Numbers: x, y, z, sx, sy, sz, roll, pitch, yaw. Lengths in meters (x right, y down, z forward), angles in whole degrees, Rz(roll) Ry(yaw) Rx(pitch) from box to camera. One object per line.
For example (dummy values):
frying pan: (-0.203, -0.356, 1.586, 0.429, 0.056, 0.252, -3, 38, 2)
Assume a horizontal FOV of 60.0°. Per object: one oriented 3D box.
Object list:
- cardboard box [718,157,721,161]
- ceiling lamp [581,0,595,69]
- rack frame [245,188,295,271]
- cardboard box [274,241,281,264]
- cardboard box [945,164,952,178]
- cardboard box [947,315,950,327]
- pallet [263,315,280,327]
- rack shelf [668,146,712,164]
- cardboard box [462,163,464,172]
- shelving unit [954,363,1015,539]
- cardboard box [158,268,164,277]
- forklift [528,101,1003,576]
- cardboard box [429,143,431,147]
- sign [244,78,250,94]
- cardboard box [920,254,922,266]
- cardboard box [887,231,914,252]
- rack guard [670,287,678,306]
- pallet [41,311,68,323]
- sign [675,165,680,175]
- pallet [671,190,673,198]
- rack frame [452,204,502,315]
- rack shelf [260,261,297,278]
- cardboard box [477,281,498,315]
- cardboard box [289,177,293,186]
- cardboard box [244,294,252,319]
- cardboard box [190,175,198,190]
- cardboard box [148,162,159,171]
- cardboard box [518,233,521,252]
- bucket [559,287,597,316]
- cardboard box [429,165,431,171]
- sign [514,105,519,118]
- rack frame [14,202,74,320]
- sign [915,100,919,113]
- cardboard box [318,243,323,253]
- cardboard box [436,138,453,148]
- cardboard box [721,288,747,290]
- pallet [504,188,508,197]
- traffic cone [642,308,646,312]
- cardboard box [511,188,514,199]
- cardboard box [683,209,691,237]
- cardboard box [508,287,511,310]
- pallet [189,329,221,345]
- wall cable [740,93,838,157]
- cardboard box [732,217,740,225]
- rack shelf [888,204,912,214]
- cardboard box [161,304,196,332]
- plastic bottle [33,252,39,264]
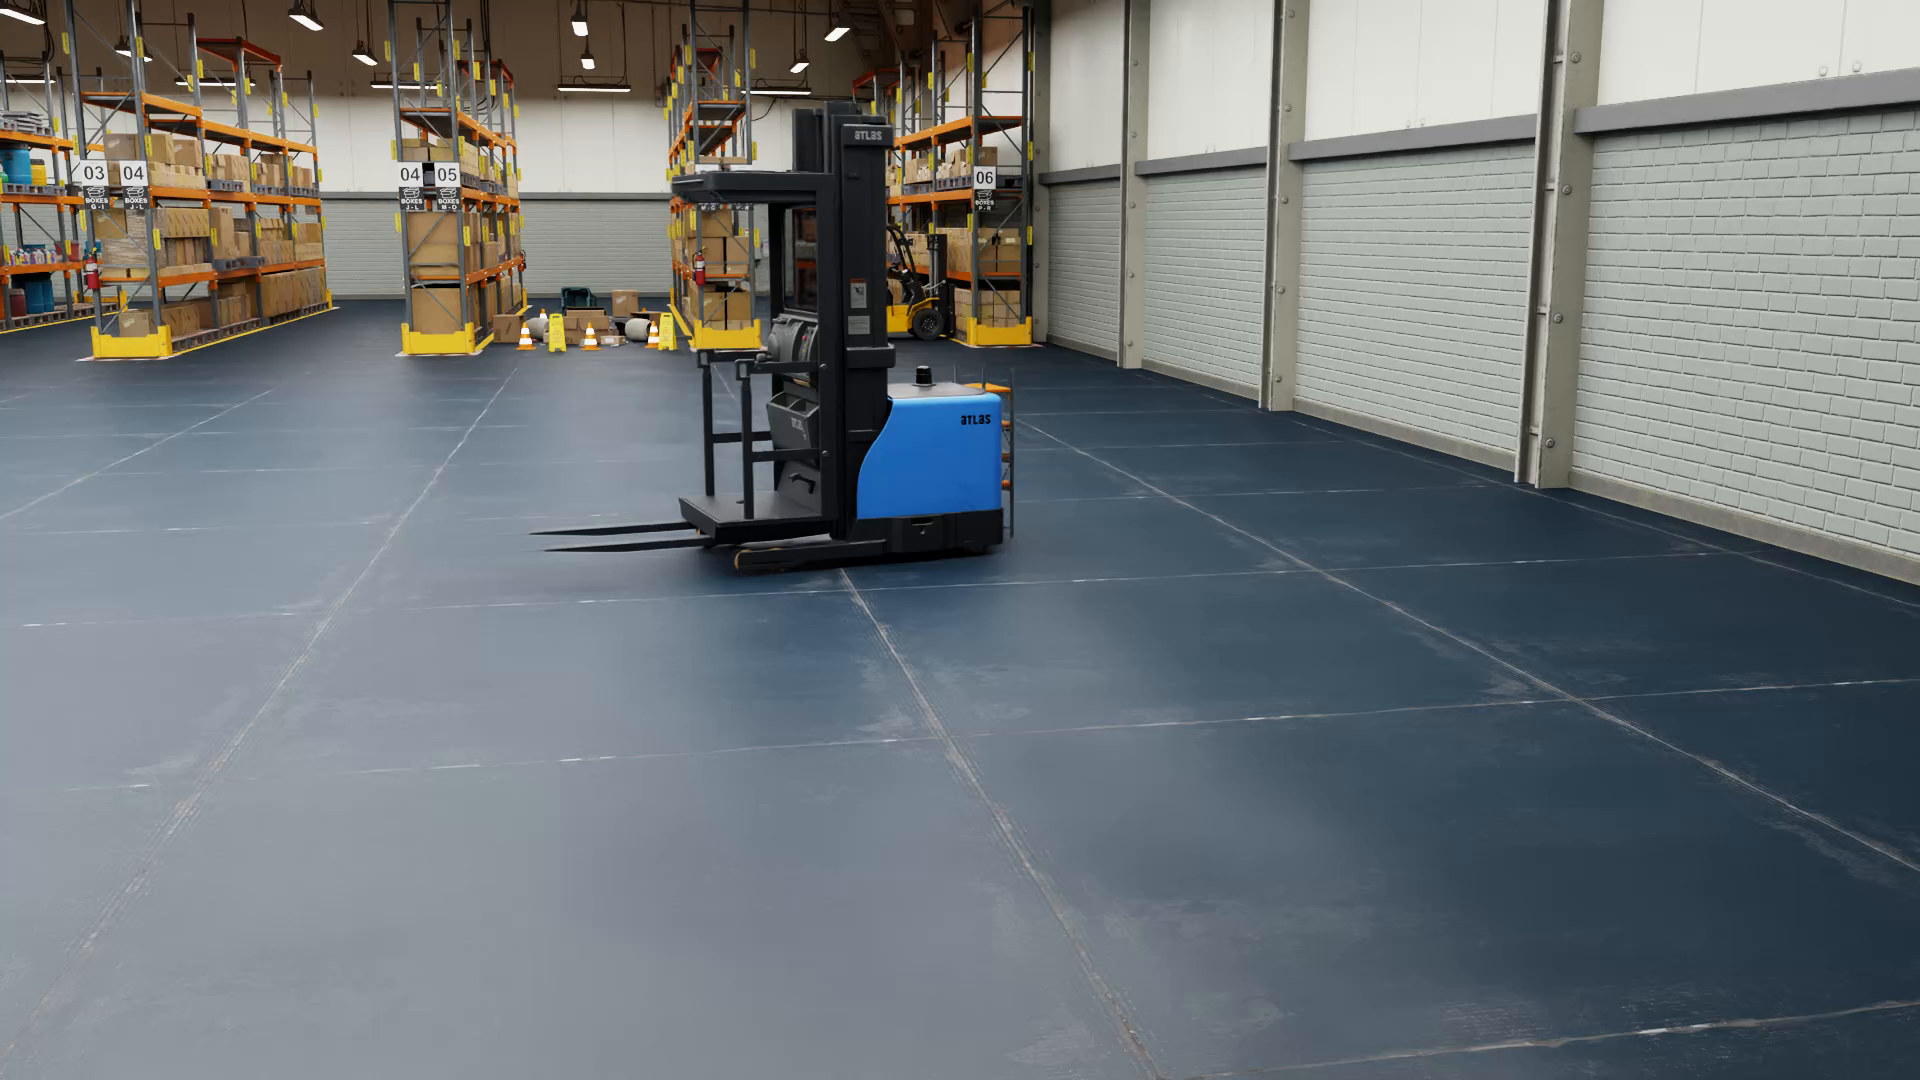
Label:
cardboard box: (-4.752, -7.707, 34.086, 0.500, 0.250, 0.500, -2, 11, -12)
ceiling lamp: (-8.460, -12.692, 38.701, 0.800, 3.185, 2.000, -2, 11, -11)
rack frame: (-16.201, -6.750, 39.136, 1.000, 3.000, 0.127, -2, 11, -11)
cardboard box: (-15.552, -6.444, 37.264, 0.500, 0.500, 0.500, -2, 11, -11)
cardboard box: (-0.065, -7.204, 32.467, 0.396, 0.266, 0.258, -2, 11, -12)
cardboard box: (0.022, -4.299, 32.489, 0.500, 0.250, 0.500, -2, 11, -9)
pallet: (-15.502, -4.793, 36.316, 1.003, 0.211, 1.213, -2, 11, -11)
rack shelf: (-6.869, -9.874, 42.500, 1.077, 0.370, 4.000, -2, 11, -11)
cardboard box: (-8.785, -6.437, 28.754, 0.380, 0.149, 0.250, -2, 11, -10)
shelving unit: (0.169, -0.633, 11.815, 0.258, 1.200, 0.503, -5, 12, -23)
cardboard box: (-13.718, -4.533, 28.161, 0.380, 0.149, 0.250, -2, 11, -11)
forklift: (-1.276, -1.325, 10.821, 3.031, 2.935, 1.130, -4, 12, -22)
cardboard box: (-9.677, -7.037, 29.772, 0.380, 0.149, 0.250, -2, 11, -11)
sign: (-14.893, -9.482, 34.739, 0.100, 0.325, 0.005, -2, 11, -11)
cardboard box: (-0.580, -6.017, 35.690, 0.500, 0.250, 0.500, -2, 11, -11)
cardboard box: (-1.333, -7.107, 39.615, 0.797, 0.503, 0.637, -2, 11, -12)
rack guard: (-7.263, -6.620, 45.140, 1.175, 0.500, 0.348, -2, 11, -11)
pallet: (-20.950, -5.057, 37.699, 1.003, 0.211, 1.213, -2, 11, -11)
sign: (-6.248, -8.124, 36.740, 0.100, 0.325, 0.005, -2, 11, -11)
pallet: (-7.104, -9.138, 43.898, 1.003, 0.211, 1.213, -2, 11, -11)
rack frame: (-10.538, -6.178, 36.132, 1.000, 3.000, 0.127, -2, 11, -11)
rack shelf: (-15.812, -6.029, 37.276, 1.077, 0.370, 4.000, -2, 11, -11)
cardboard box: (-10.508, -5.164, 35.699, 1.050, 0.750, 0.750, -2, 11, -12)
cardboard box: (-16.512, -8.768, 40.059, 0.700, 0.500, 0.500, -2, 11, -8)
cardboard box: (-15.273, -4.882, 34.832, 0.700, 0.500, 0.500, -3, 11, -14)
cardboard box: (-14.209, -6.512, 30.266, 0.500, 0.250, 0.500, -2, 11, -10)
cardboard box: (-13.649, -6.254, 27.847, 0.380, 0.149, 0.250, -2, 11, -10)
cardboard box: (-11.754, -7.767, 43.419, 0.500, 0.500, 0.500, -2, 11, -10)
bucket: (-7.472, -4.642, 32.750, 0.726, 0.611, 0.620, 2, 1, 9)
cardboard box: (-9.626, -6.598, 29.597, 0.380, 0.149, 0.250, -2, 11, -11)
sign: (-11.546, -11.145, 43.264, 0.100, 0.325, 0.005, -2, 11, -11)
rack frame: (-21.059, -6.569, 38.189, 1.000, 3.000, 0.127, -2, 11, -11)
sign: (-1.069, -10.796, 41.430, 0.100, 0.325, 0.005, -2, 11, -11)
cardboard box: (-16.624, -7.476, 42.560, 0.500, 0.250, 0.500, -2, 11, -12)
cardboard box: (-8.735, -6.781, 28.425, 0.380, 0.149, 0.250, -2, 11, -10)
cardboard box: (-4.345, -4.581, 31.968, 0.500, 0.500, 0.500, -2, 11, -8)
pallet: (-11.301, -8.176, 39.108, 1.213, 0.211, 1.003, -2, 11, -11)
traffic cone: (-6.539, -4.573, 34.485, 0.336, 0.463, 0.334, -2, 11, -11)
cardboard box: (-11.336, -8.593, 41.203, 0.500, 0.250, 0.500, -2, 11, -9)
cardboard box: (-4.751, -5.864, 30.747, 0.700, 0.500, 0.500, -2, 11, -12)
cardboard box: (-10.826, -5.669, 39.021, 0.500, 0.500, 0.500, -2, 11, -12)
pallet: (-14.480, -3.791, 31.047, 1.003, 0.211, 1.213, -2, 11, -11)
wall cable: (-5.163, -11.963, 50.383, 2.988, 3.039, 0.133, -2, 11, -11)
cardboard box: (-4.669, -6.462, 33.704, 0.380, 0.149, 0.250, -2, 11, -11)
rack shelf: (-2.001, -8.778, 43.695, 1.077, 0.370, 4.000, -2, 11, -11)
cardboard box: (-14.488, -4.081, 30.678, 0.500, 0.500, 0.500, 1, 11, 7)
plastic bottle: (-20.425, -6.221, 36.692, 0.152, 0.276, 0.135, -2, 11, -11)
